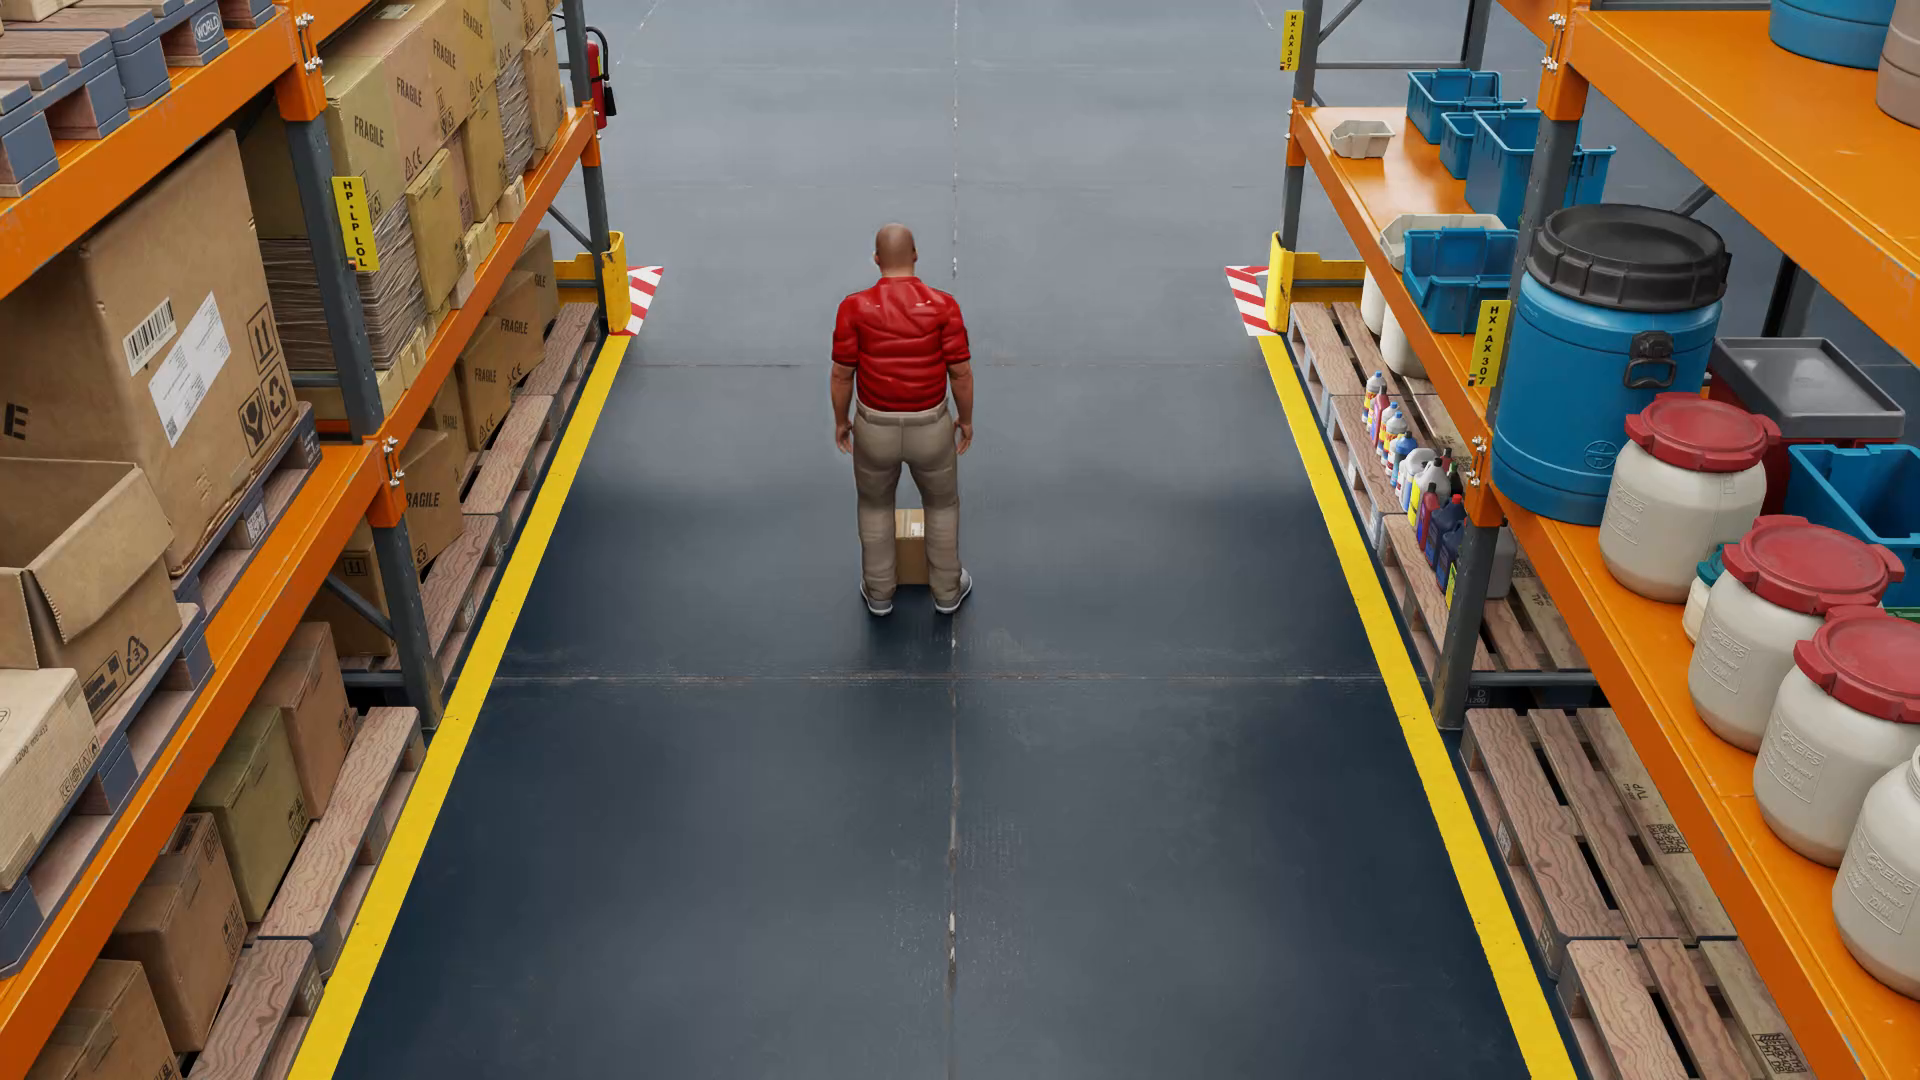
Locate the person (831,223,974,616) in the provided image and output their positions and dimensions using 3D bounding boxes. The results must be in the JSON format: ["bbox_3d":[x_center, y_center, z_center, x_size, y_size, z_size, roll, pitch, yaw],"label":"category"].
[{"bbox_3d":[-0.235,-0.471,6.921,0.585,1.727,0.391,0,31,0],"label":"person"}]
